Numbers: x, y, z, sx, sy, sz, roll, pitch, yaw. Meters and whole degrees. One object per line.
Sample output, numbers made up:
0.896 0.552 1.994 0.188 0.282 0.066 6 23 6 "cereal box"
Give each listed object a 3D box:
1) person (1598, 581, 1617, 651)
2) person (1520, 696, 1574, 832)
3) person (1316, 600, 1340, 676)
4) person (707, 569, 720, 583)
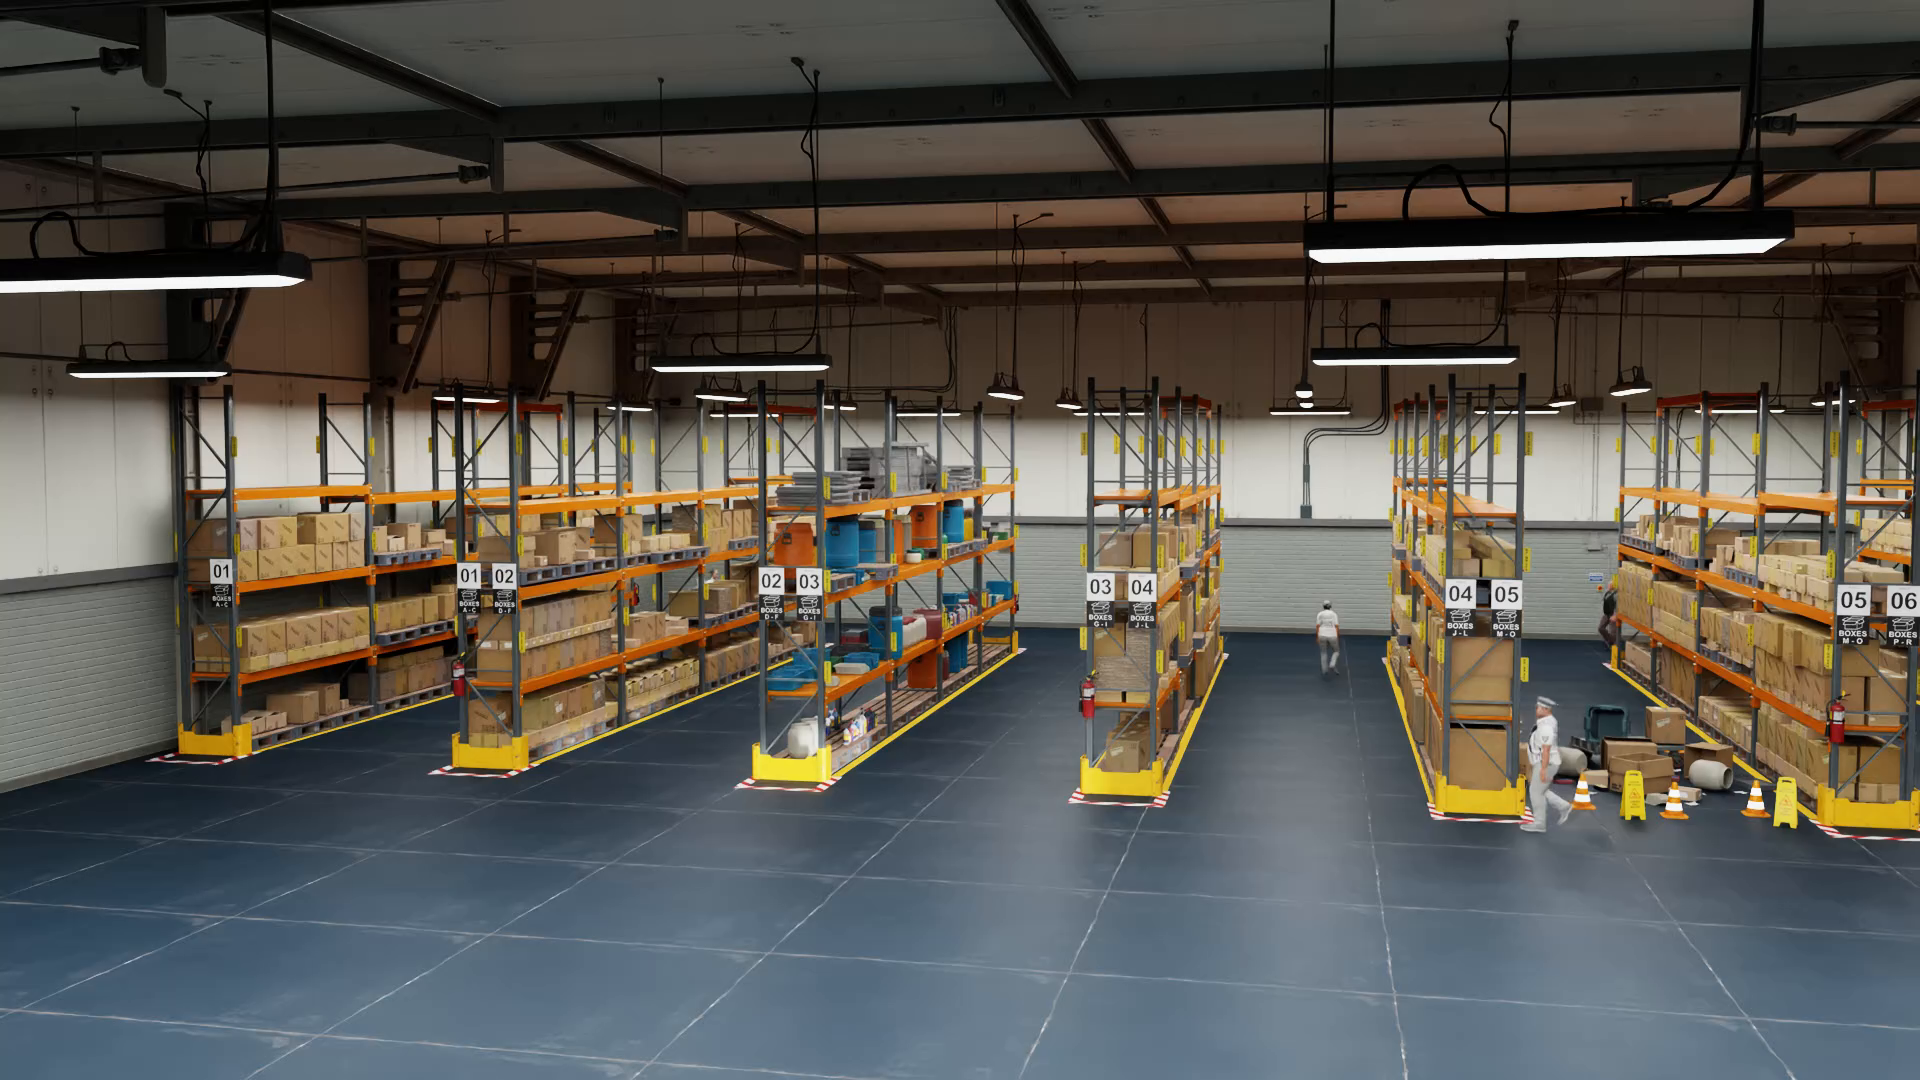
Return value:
15.913 1.866 40.665 0.478 1.750 0.560 -1 3 -13 "person"
7.624 2.899 21.544 0.688 1.744 0.542 1 3 11 "person"
8.036 2.144 36.302 0.529 1.662 0.496 1 3 17 "person"
-6.762 1.606 45.776 0.934 1.647 0.483 2 4 29 "person"
